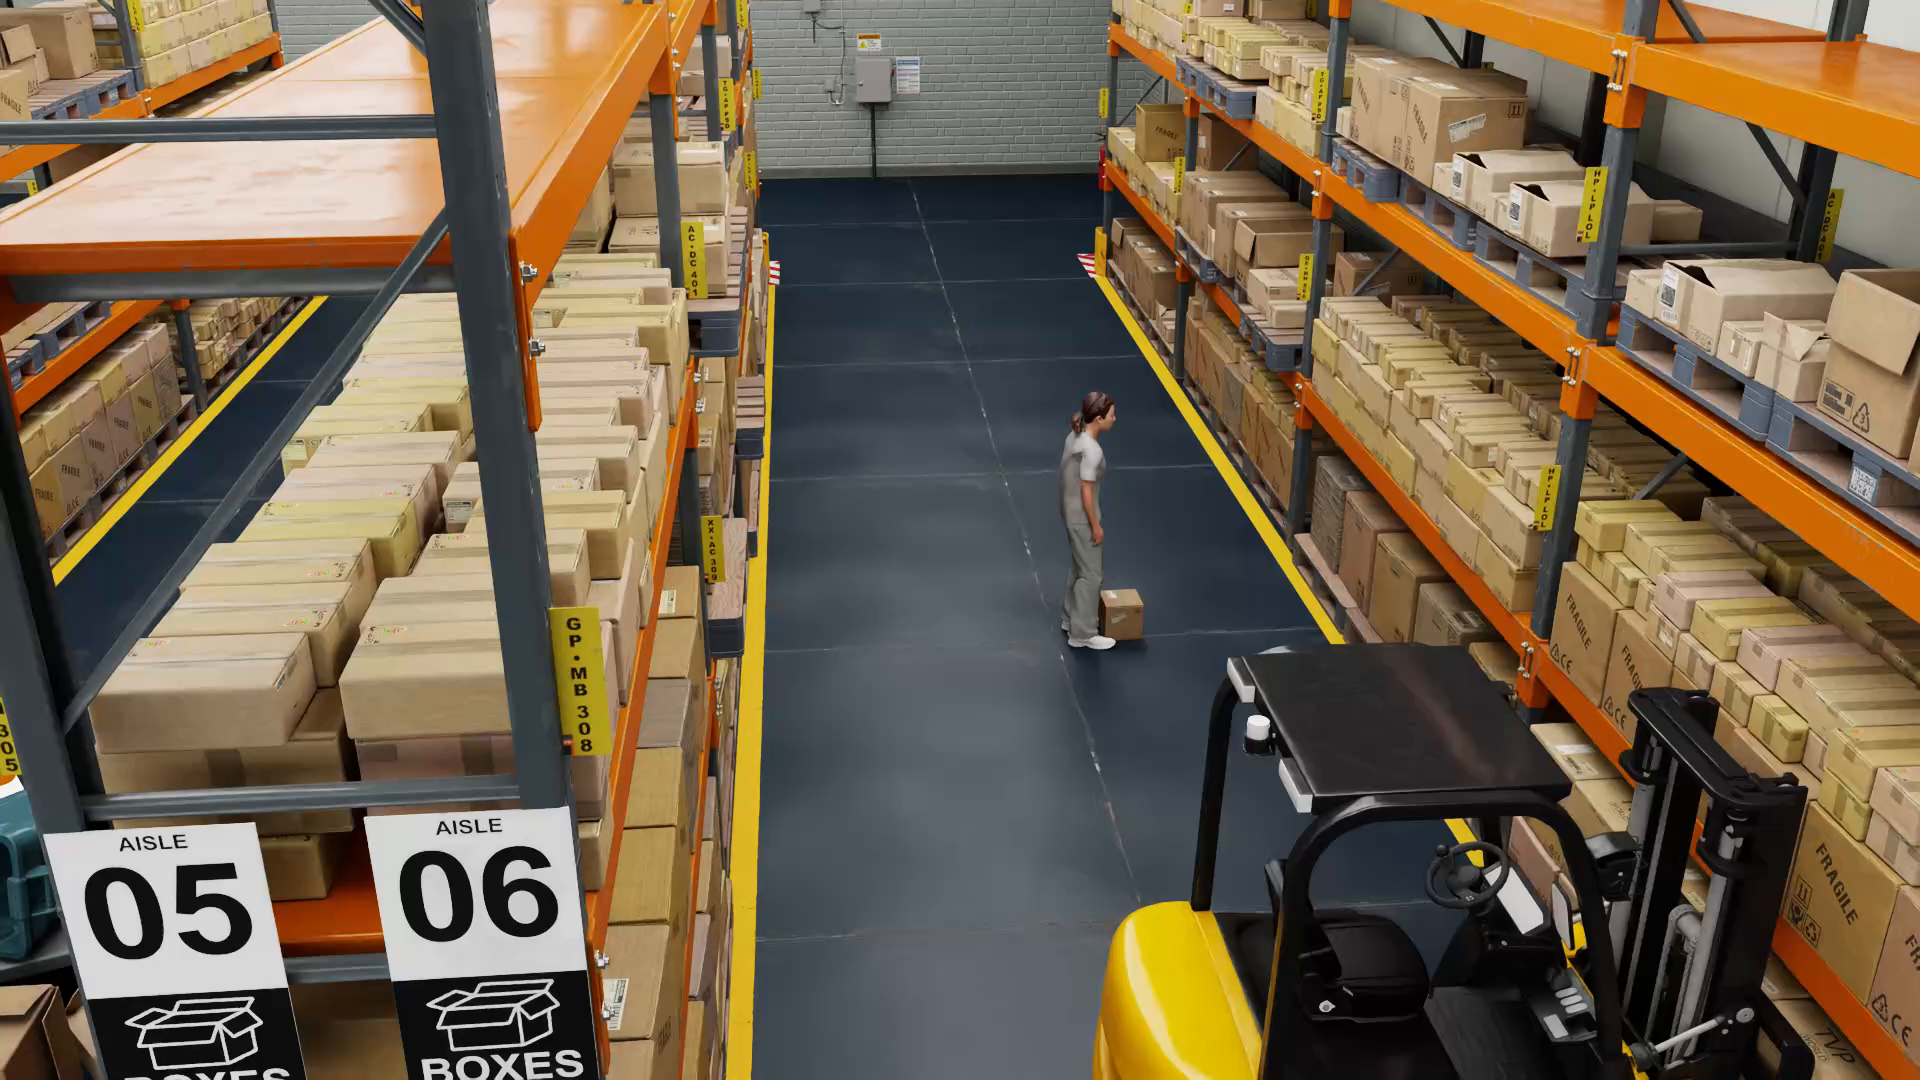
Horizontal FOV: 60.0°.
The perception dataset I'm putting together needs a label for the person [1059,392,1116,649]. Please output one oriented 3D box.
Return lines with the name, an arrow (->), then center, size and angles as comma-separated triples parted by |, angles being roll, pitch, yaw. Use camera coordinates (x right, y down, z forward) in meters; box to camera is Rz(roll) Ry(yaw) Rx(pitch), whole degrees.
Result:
person -> 0.815, -0.144, 10.637 | 0.353, 1.673, 0.486 | -2, 24, -5
